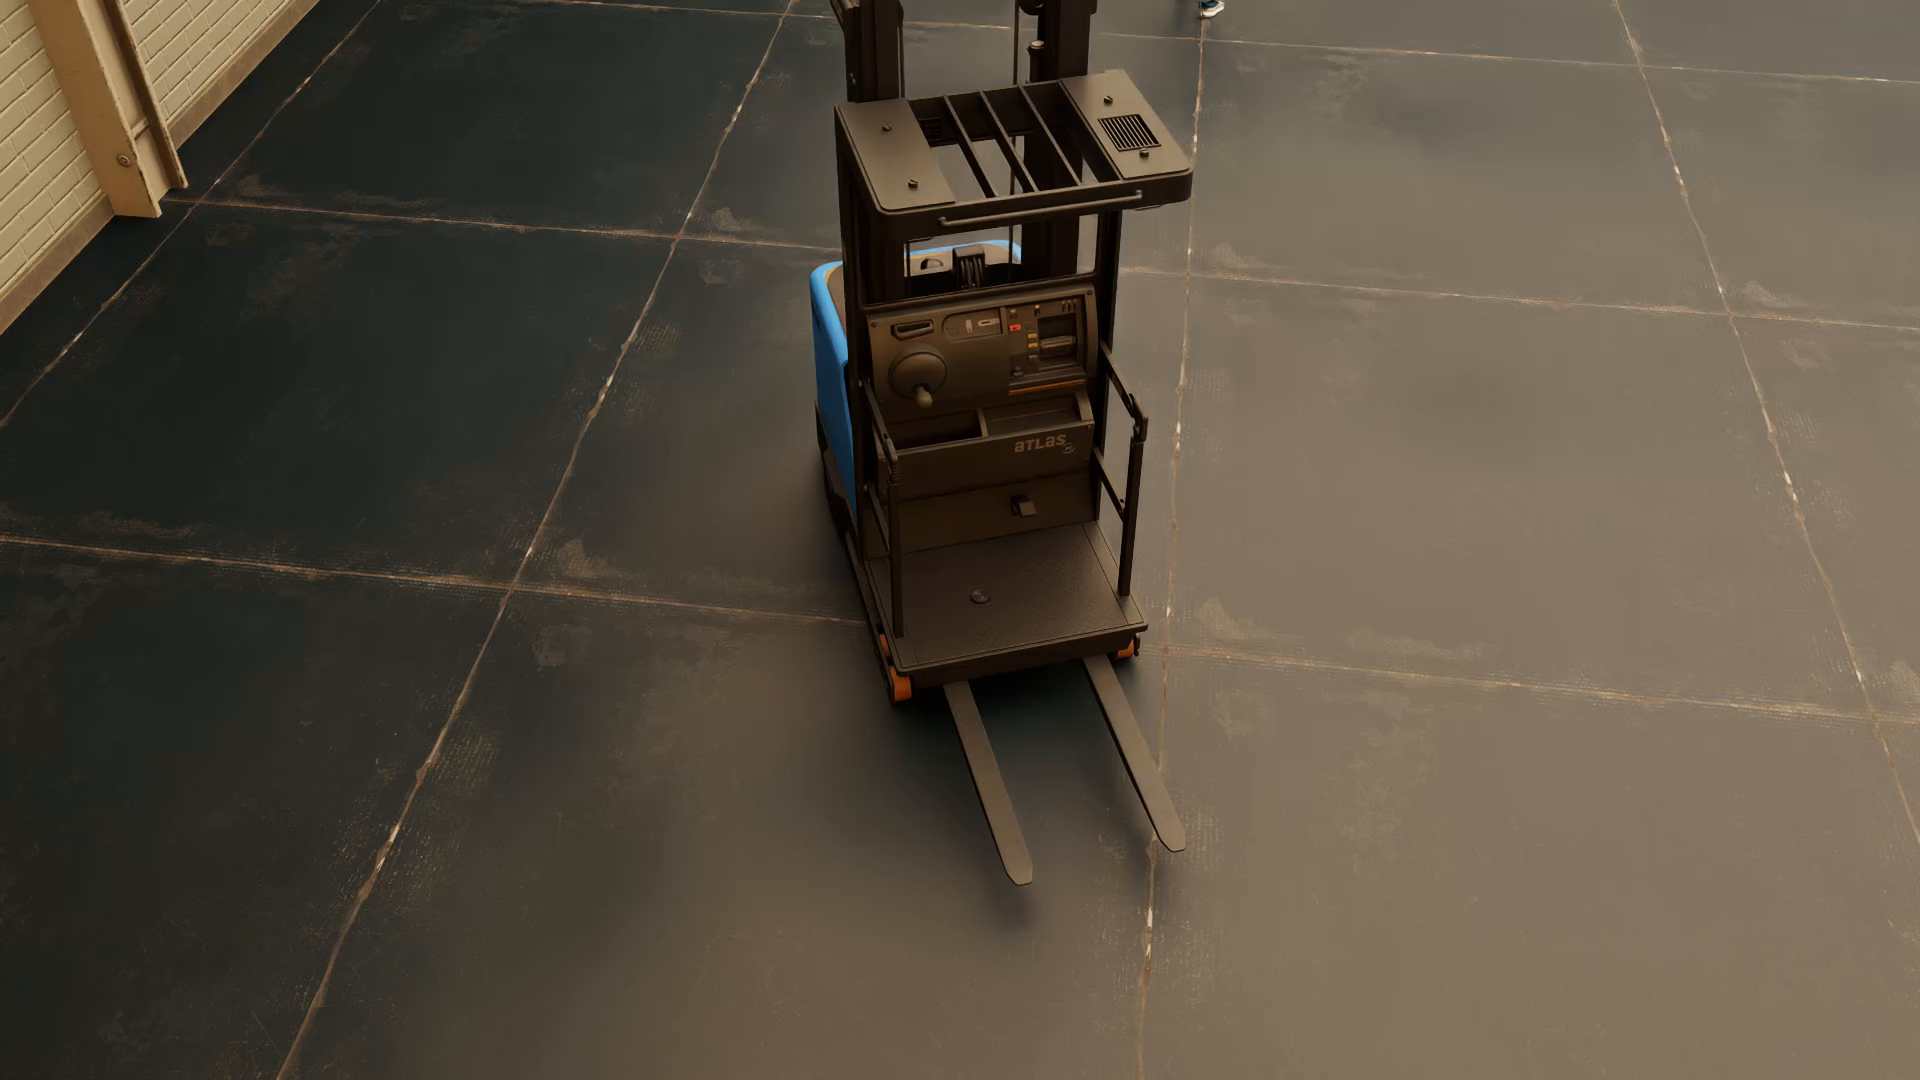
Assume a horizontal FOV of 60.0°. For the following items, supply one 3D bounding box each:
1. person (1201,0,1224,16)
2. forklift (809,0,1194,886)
[{"bbox_3d":[1.807,-4.489,11.631,0.494,1.623,0.477,22,47,22],"label":"person"},{"bbox_3d":[0.153,-0.681,6.465,1.130,2.935,3.031,-10,44,-11],"label":"forklift"}]
